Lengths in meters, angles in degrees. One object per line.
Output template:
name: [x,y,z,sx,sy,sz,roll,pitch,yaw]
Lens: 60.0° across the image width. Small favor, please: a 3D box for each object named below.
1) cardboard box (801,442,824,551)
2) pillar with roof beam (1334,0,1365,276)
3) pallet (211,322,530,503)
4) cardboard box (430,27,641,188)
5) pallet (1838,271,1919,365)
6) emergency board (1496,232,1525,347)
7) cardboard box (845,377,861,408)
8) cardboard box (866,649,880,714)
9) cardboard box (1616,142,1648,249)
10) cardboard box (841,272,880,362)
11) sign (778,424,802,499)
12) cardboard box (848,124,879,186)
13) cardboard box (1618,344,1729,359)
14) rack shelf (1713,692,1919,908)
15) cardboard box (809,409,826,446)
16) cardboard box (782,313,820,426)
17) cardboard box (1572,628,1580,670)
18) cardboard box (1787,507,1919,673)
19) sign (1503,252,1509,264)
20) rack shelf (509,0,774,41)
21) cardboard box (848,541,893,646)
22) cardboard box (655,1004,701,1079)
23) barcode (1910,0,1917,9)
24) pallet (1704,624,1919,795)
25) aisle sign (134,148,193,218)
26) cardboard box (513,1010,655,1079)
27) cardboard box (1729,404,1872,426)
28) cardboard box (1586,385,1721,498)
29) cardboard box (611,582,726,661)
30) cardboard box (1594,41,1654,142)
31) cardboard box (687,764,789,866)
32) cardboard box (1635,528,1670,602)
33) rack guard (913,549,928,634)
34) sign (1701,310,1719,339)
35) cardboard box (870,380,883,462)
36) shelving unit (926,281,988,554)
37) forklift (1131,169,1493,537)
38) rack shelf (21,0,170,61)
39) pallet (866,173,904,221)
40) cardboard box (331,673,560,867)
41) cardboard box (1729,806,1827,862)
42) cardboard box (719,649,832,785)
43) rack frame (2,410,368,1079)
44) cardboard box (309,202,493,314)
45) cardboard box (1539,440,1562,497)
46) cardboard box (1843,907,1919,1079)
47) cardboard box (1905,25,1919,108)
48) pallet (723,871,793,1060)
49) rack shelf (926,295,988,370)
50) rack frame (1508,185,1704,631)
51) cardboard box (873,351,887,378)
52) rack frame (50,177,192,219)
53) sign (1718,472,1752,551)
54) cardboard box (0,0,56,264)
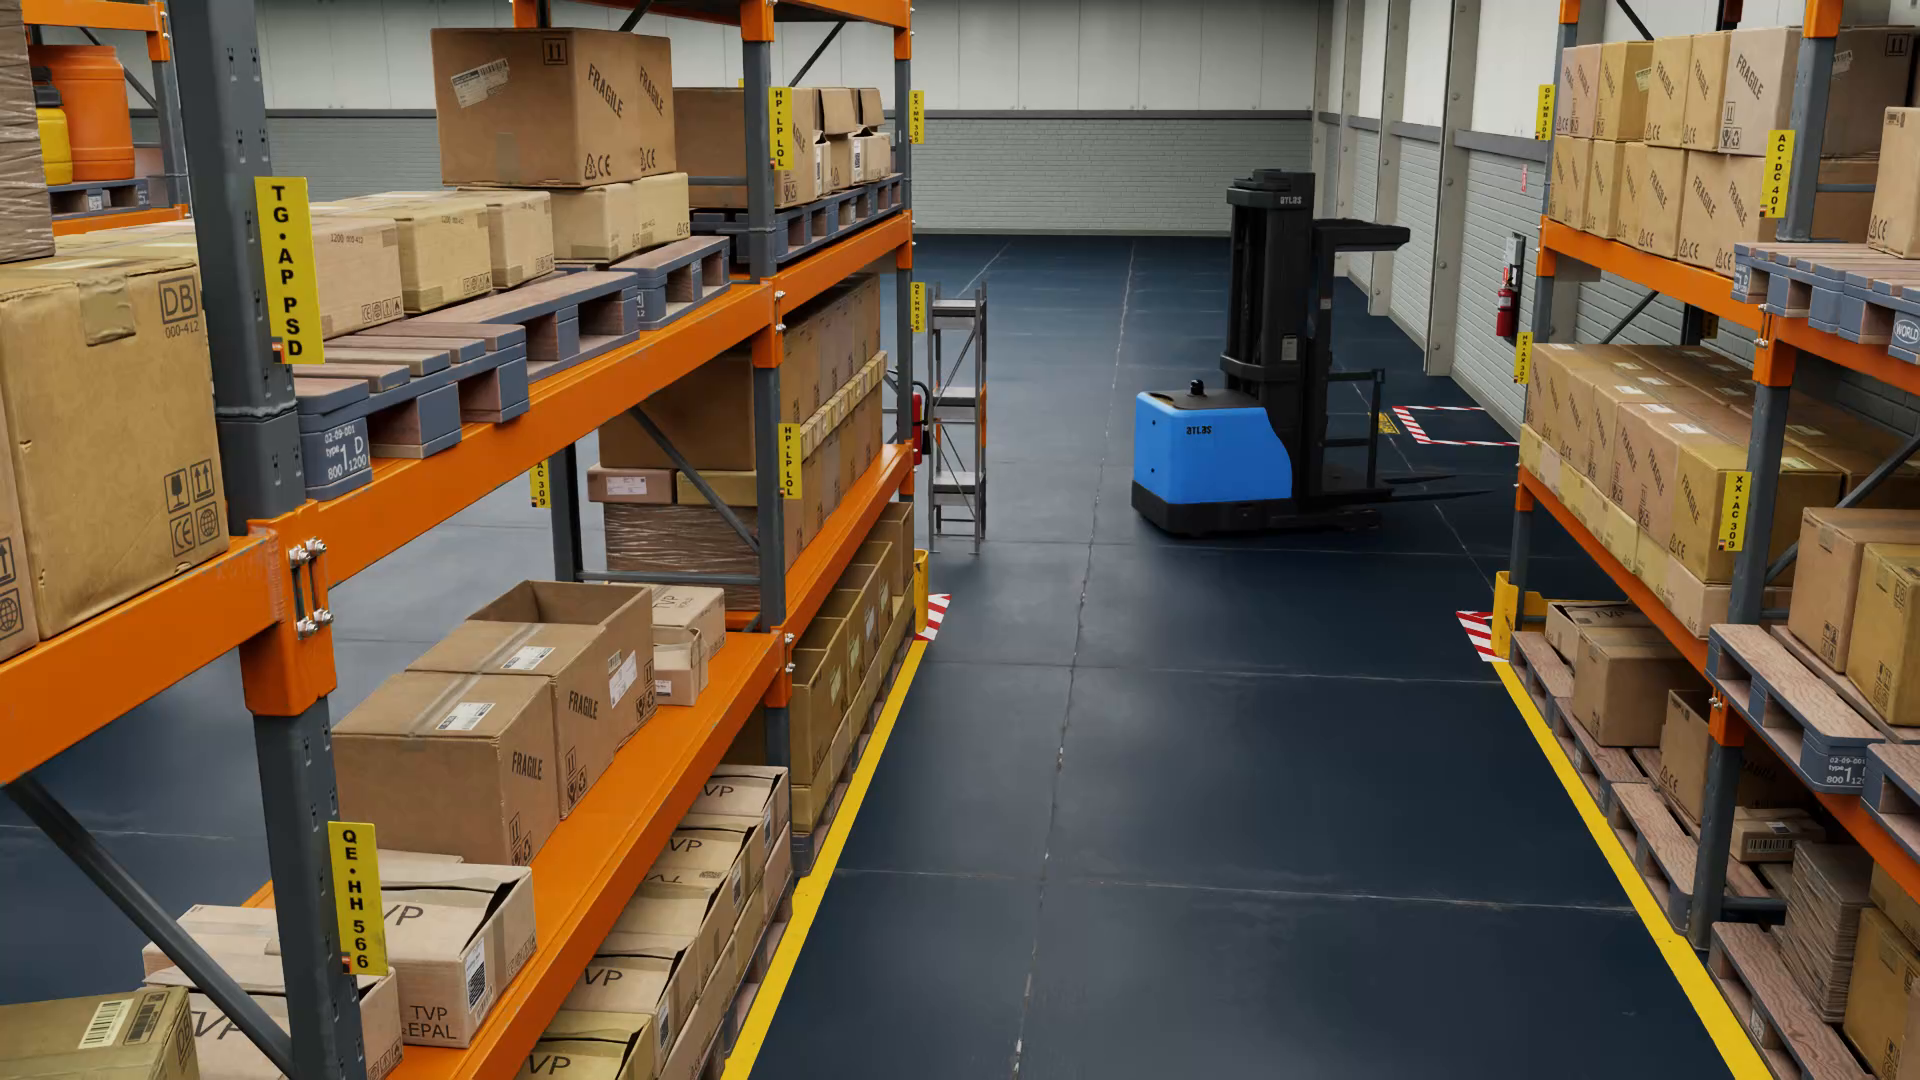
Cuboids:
cardboard box: [-1.110,-0.258,8.678,0.700,0.500,0.500,2,15,7]
pillar with roof beam: [3.318,-9.760,32.518,9.100,9.000,0.400,2,15,6]
pallet: [-1.731,-0.325,3.734,1.213,0.211,1.003,2,15,9]
cardboard box: [-1.417,-1.460,5.616,0.500,0.500,0.500,3,15,12]
pallet: [3.366,-0.614,4.798,1.213,0.211,1.003,2,15,6]
emergency board: [5.881,-2.709,17.933,0.194,1.169,0.643,2,15,6]
cardboard box: [-0.787,-0.854,9.639,0.380,0.149,0.250,2,15,8]
cardboard box: [-0.740,0.797,9.431,0.500,0.250,0.500,2,15,6]
cardboard box: [3.630,-1.734,8.351,0.500,0.500,0.500,3,15,10]
cardboard box: [-0.887,-1.405,10.434,0.700,0.500,0.500,2,15,6]
sign: [-0.727,-0.335,7.086,0.100,0.325,0.005,2,15,6]
cardboard box: [-0.747,-2.089,8.994,0.500,0.311,0.500,4,16,13]
cardboard box: [4.264,-0.891,10.021,0.500,0.500,0.500,2,15,6]
rack shelf: [3.429,1.184,4.916,1.077,0.370,4.000,2,15,6]
cardboard box: [-0.903,-0.587,8.652,0.380,0.149,0.250,1,15,5]
cardboard box: [-1.111,-0.878,8.486,0.700,0.500,0.500,2,15,6]
cardboard box: [3.875,0.690,9.670,0.500,0.311,0.500,3,15,11]
cardboard box: [3.564,0.188,6.186,0.700,0.500,0.500,2,15,6]
sign: [6.036,-3.121,18.375,0.001,0.109,0.331,2,15,6]
rack shelf: [-1.493,-1.664,4.722,1.077,0.370,4.000,2,15,6]
cardboard box: [-0.679,0.305,9.812,0.500,0.500,0.500,2,15,6]
cardboard box: [-1.201,1.809,5.688,0.500,0.250,0.500,2,15,7]
barcode: [4.239,-2.395,7.388,0.001,0.075,0.075,2,15,6]
pallet: [3.424,0.604,6.049,1.003,0.211,1.213,2,15,6]
aisle sign: [-5.434,-2.276,11.354,0.394,0.787,0.004,2,15,6]
cardboard box: [-1.257,1.668,5.135,0.500,0.311,0.500,1,15,5]
cardboard box: [4.039,-0.361,8.061,0.500,0.500,0.500,2,15,8]
cardboard box: [3.577,-0.508,8.607,0.500,0.500,0.500,2,15,8]
cardboard box: [-1.280,0.374,6.820,0.500,0.250,0.500,3,15,10]
cardboard box: [3.668,-2.354,8.728,0.500,0.500,0.500,2,15,8]
cardboard box: [-1.028,1.140,7.088,0.500,0.311,0.500,2,15,6]
cardboard box: [3.472,0.120,7.722,0.500,0.250,0.500,2,15,7]
rack guard: [-0.813,0.336,11.463,1.175,0.500,0.348,2,15,6]
sign: [4.656,-1.410,10.306,0.100,0.325,0.005,2,15,6]
cardboard box: [-0.881,-0.792,10.654,0.700,0.500,0.500,2,15,6]
shelving unit: [-0.019,-0.971,13.229,0.431,2.100,0.503,2,15,6]
forklift: [3.065,-1.619,14.036,3.031,2.935,1.130,-3,16,-13]
rack shelf: [-5.963,-2.849,9.101,1.077,0.370,4.000,2,15,6]
pallet: [-0.922,-2.087,10.058,1.003,0.211,1.213,2,15,6]
cardboard box: [-1.546,0.726,5.038,0.500,0.500,0.500,1,15,3]
cardboard box: [3.686,1.333,7.570,0.380,0.166,0.250,0,15,-1]
cardboard box: [-0.904,0.824,7.894,0.500,0.500,0.500,2,15,6]
rack frame: [-1.719,1.210,3.440,1.000,3.000,0.127,2,15,6]
cardboard box: [-1.606,-0.772,4.507,0.500,0.250,0.500,1,15,5]
cardboard box: [3.691,-0.405,9.661,0.500,0.250,0.500,1,15,5]
cardboard box: [3.580,1.639,5.801,0.700,0.500,0.500,1,15,5]
cardboard box: [3.994,-1.790,6.642,0.500,0.500,0.500,2,15,7]
pallet: [-1.312,1.711,6.930,1.003,0.211,1.213,2,15,6]
rack shelf: [-0.019,-1.633,13.050,0.431,0.518,0.480,2,15,6]
rack frame: [4.106,-0.720,10.578,1.000,3.000,0.127,2,15,6]
cardboard box: [-0.670,-1.121,10.629,0.380,0.149,0.250,1,15,5]
rack frame: [-5.737,-1.012,11.657,1.000,3.000,0.127,2,15,6]
sign: [3.115,-0.114,6.680,0.100,0.325,0.005,2,15,6]
cardboard box: [-1.774,-0.656,2.487,0.500,0.500,0.500,2,15,6]
